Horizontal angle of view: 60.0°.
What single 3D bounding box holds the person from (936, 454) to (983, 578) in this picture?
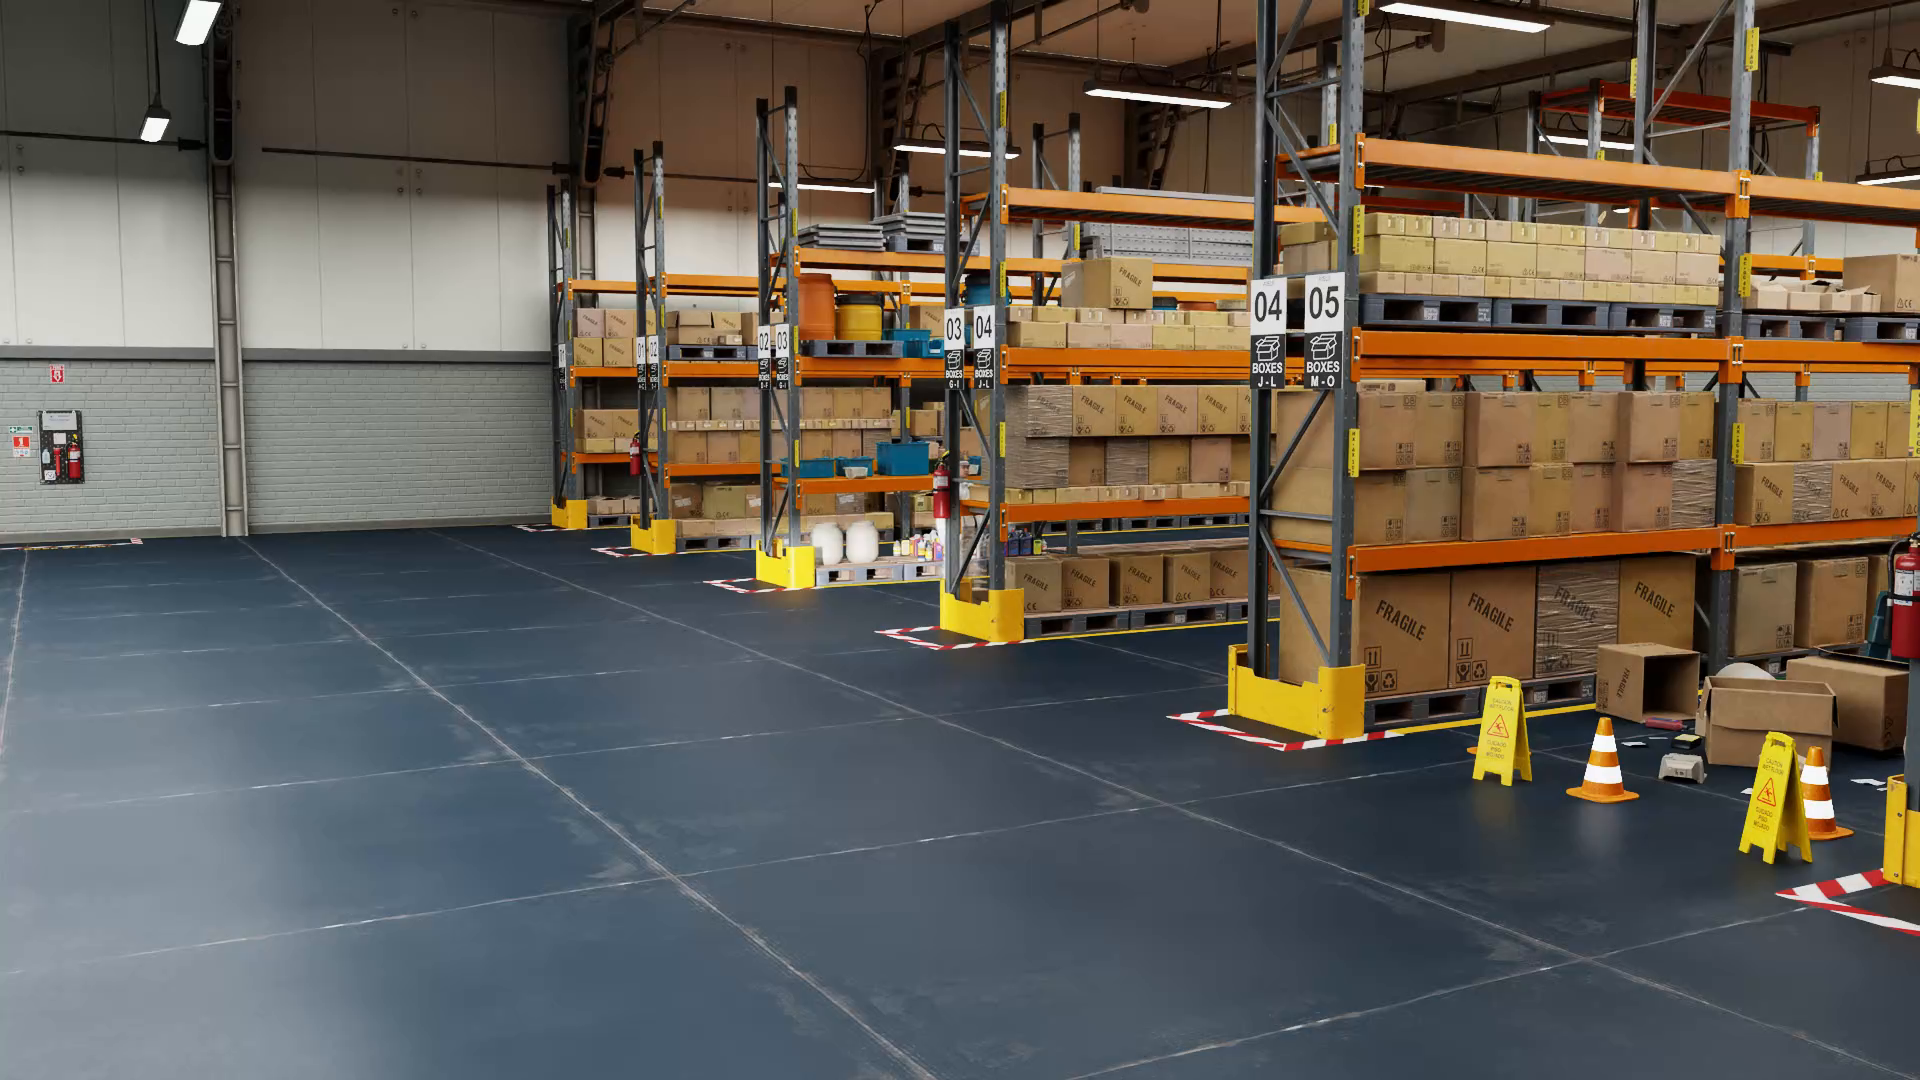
[{"bbox_3d":[0.027,-0.084,18.155,0.586,1.694,0.530,-3,6,-29],"label":"person"}]
